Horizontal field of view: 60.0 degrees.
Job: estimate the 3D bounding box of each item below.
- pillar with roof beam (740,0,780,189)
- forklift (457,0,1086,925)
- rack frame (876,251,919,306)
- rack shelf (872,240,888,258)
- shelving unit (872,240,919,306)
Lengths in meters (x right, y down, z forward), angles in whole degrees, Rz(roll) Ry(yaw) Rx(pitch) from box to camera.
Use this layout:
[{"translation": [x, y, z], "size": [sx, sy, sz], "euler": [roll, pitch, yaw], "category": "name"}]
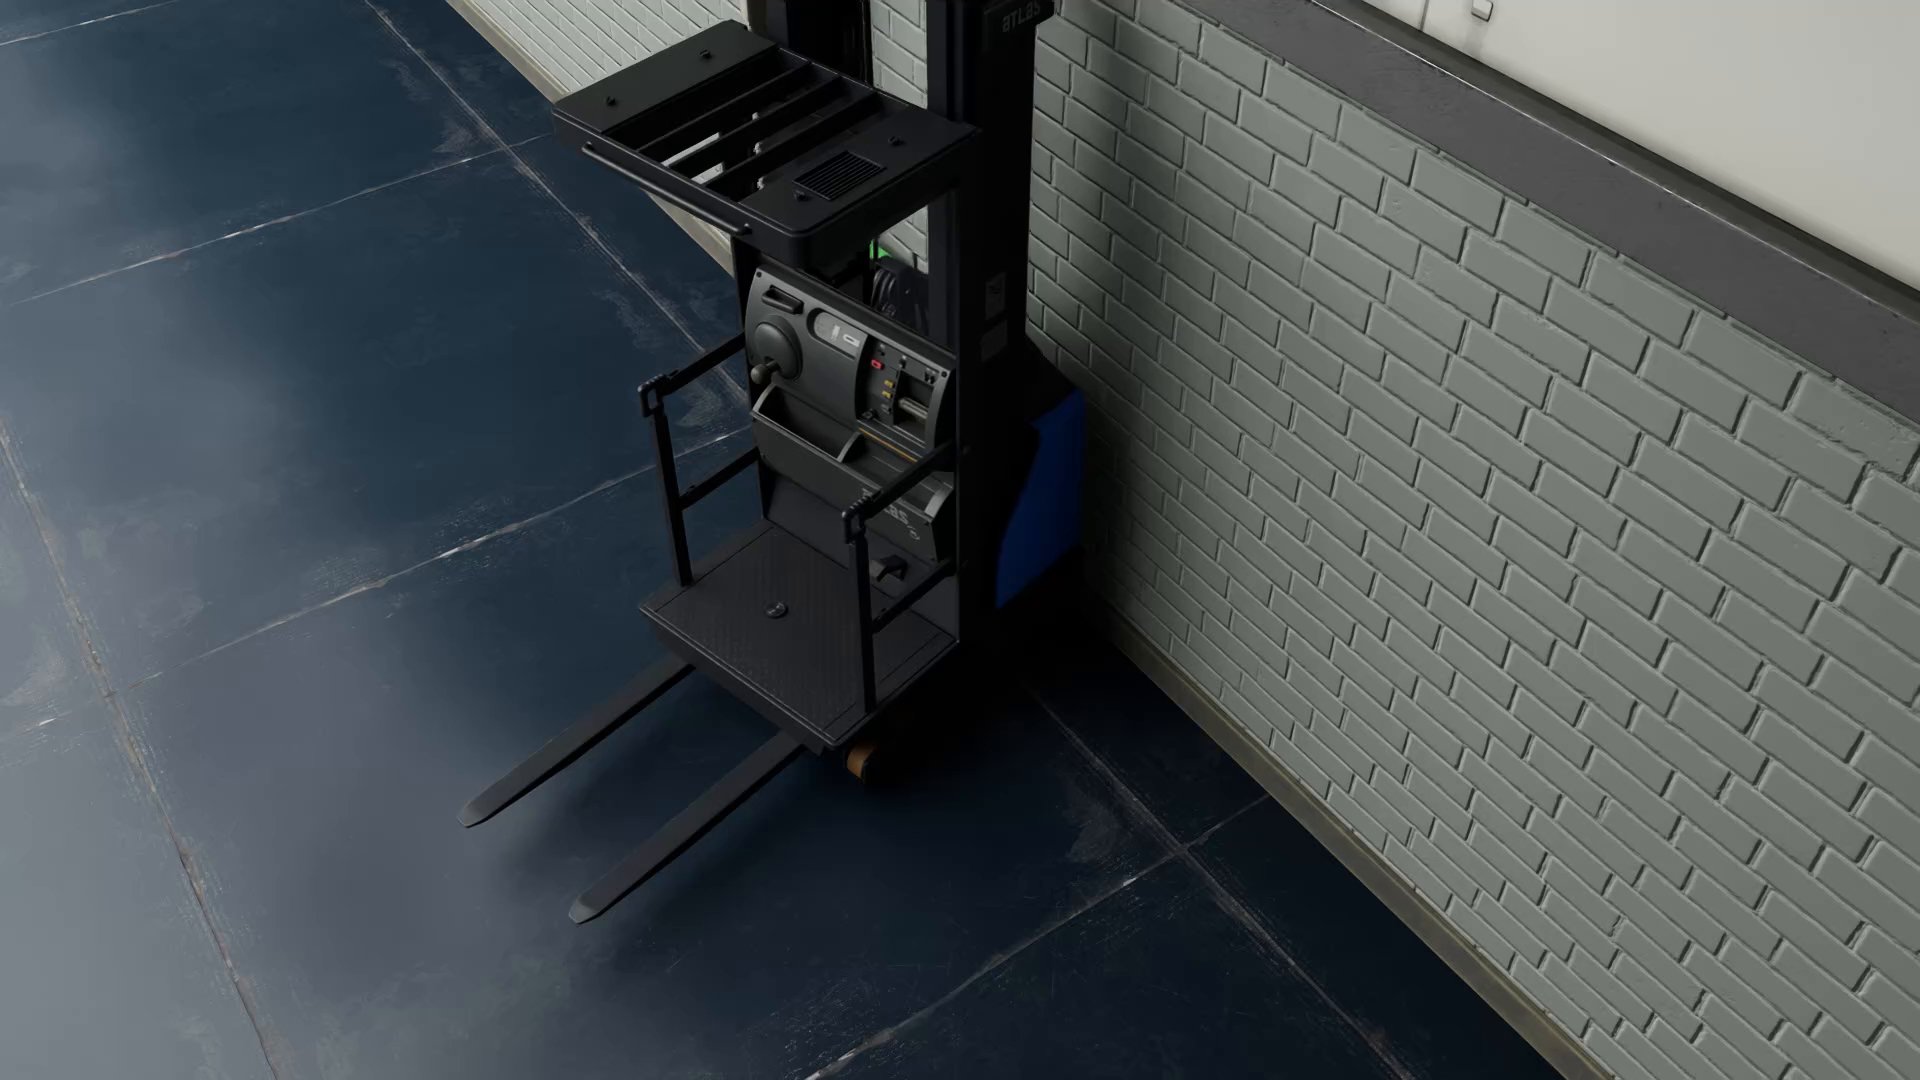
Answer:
[{"translation": [-4.178, -2.253, 3.084], "size": [9.100, 9.000, 0.400], "euler": [-26, 49, -24], "category": "pillar with roof beam"}, {"translation": [-0.540, -0.552, 5.696], "size": [1.130, 2.935, 3.031], "euler": [31, 52, 28], "category": "forklift"}, {"translation": [-0.266, -0.693, 7.155], "size": [0.240, 1.200, 0.015], "euler": [-27, 49, -25], "category": "rack frame"}, {"translation": [-0.414, -1.131, 7.016], "size": [0.258, 0.148, 0.480], "euler": [-27, 49, -25], "category": "rack shelf"}, {"translation": [-0.410, -0.827, 7.300], "size": [0.258, 1.200, 0.503], "euler": [-27, 49, -25], "category": "shelving unit"}]
